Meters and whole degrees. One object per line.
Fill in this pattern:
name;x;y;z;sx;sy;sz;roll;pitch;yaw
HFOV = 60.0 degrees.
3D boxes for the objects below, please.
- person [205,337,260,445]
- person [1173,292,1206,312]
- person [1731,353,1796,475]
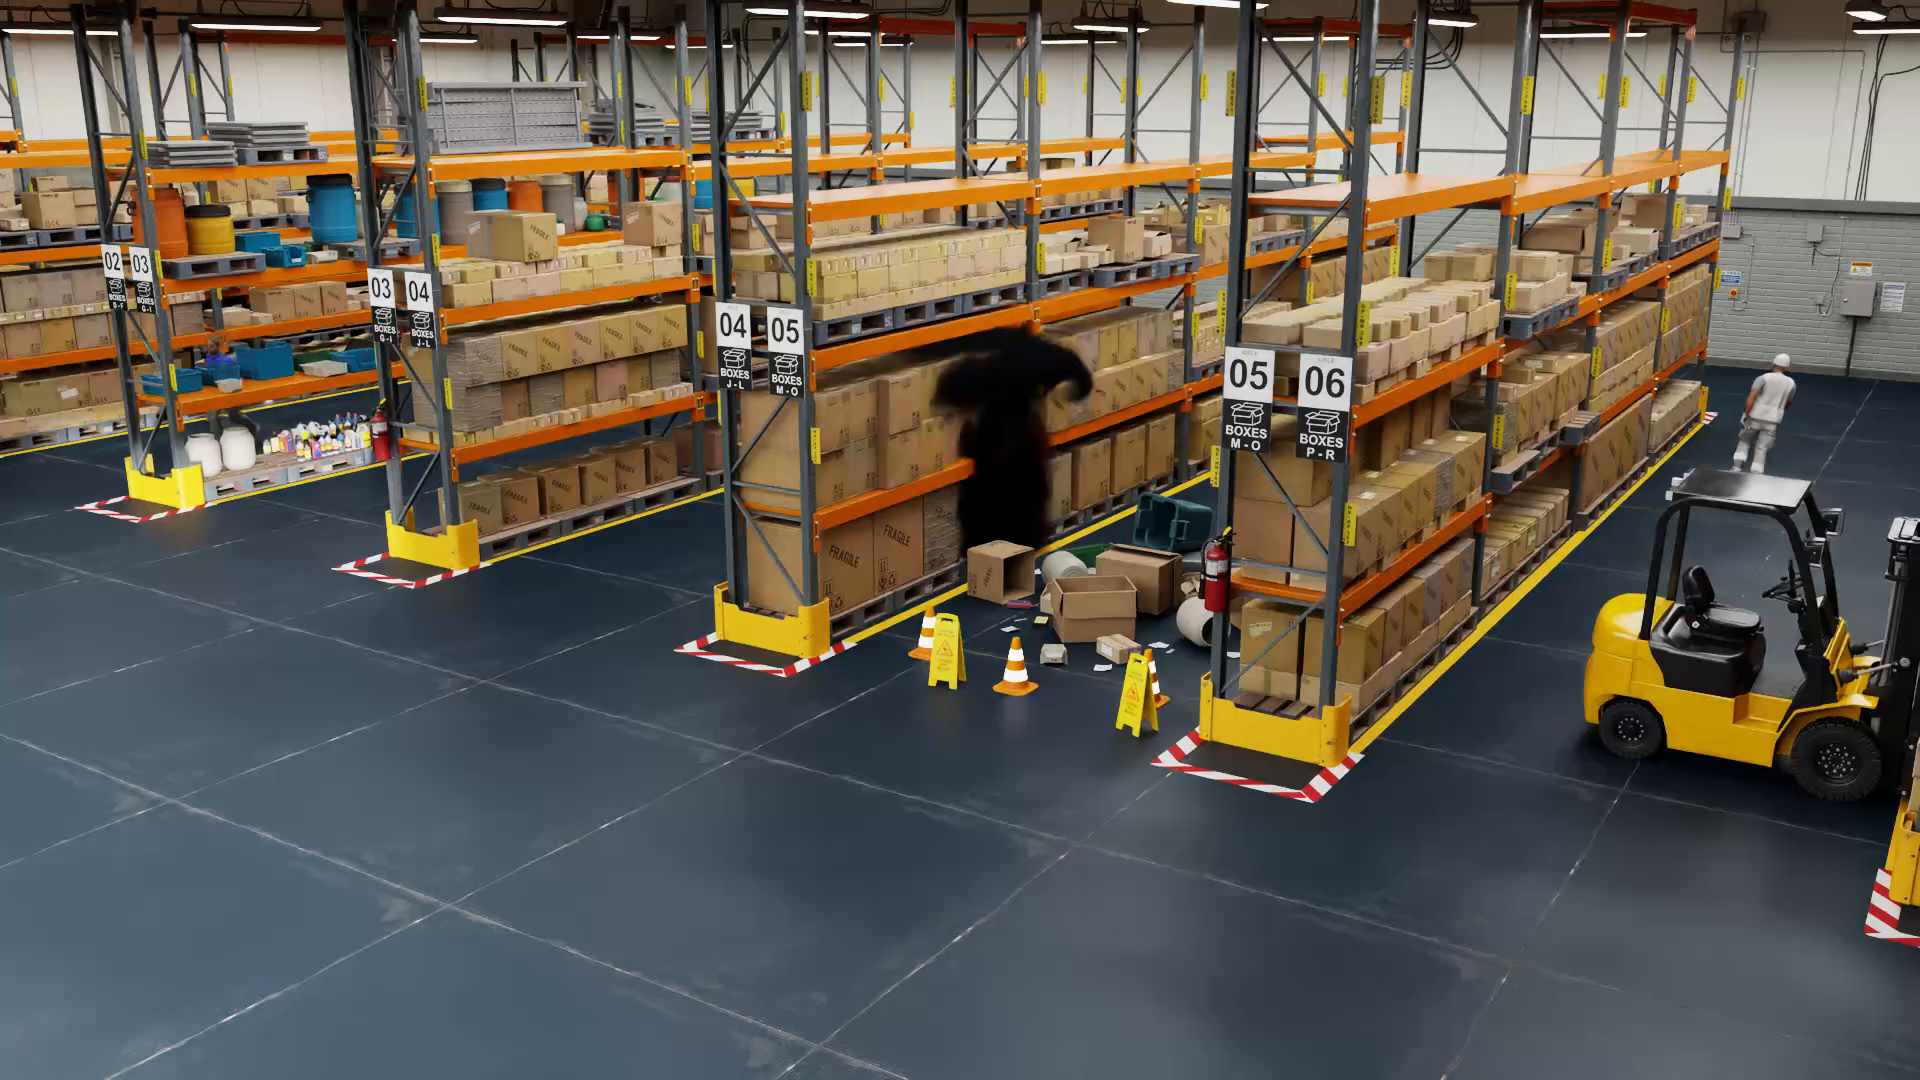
person;-10.440;-2.082;23.665;0.550;1.662;0.914;5;16;16
person;4.026;-3.402;28.427;1.069;1.741;0.744;-14;21;-42
person;10.278;-1.513;21.319;0.702;1.770;0.639;3;16;12
